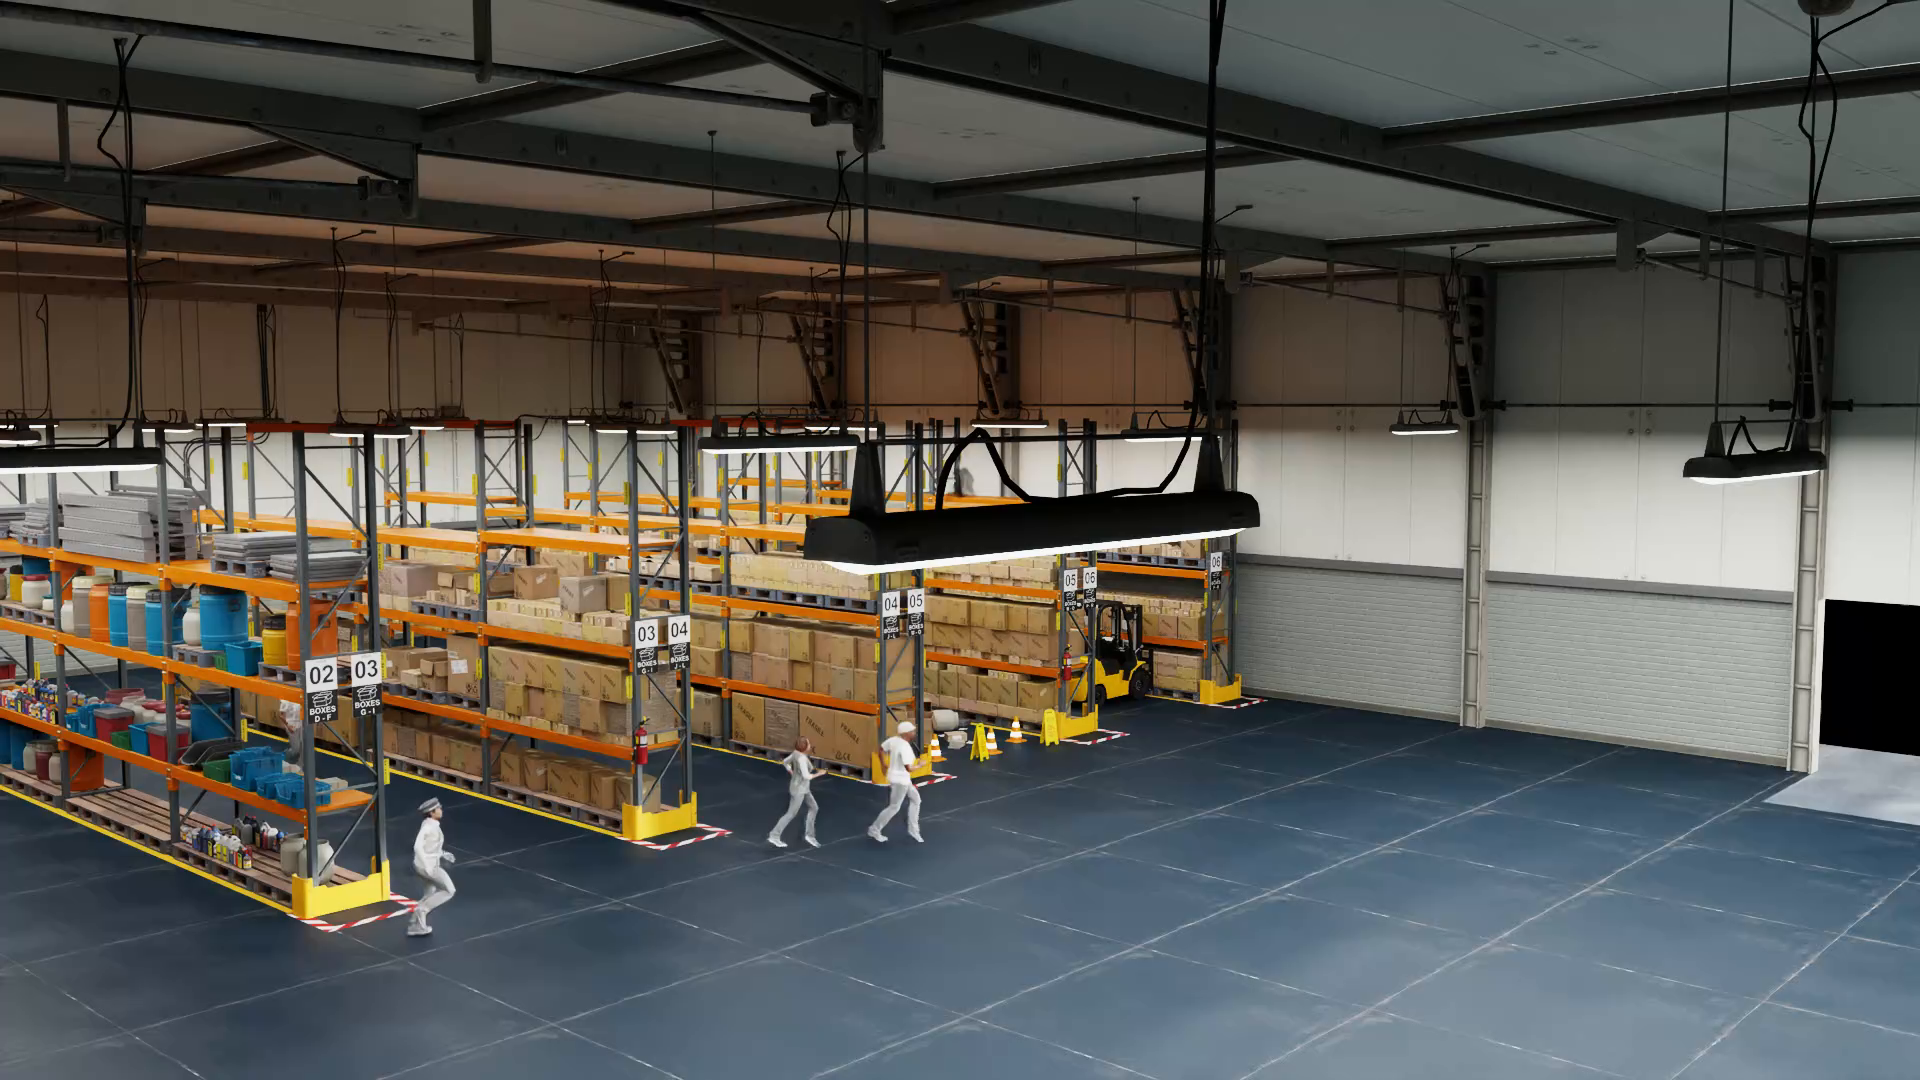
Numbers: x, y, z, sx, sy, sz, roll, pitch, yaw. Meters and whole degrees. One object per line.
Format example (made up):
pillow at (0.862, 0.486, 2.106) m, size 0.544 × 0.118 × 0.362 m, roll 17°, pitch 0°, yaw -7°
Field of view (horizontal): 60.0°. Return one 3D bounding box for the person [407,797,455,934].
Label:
person at (-6.342, 3.885, 19.906) m, size 0.587 × 1.617 × 0.557 m, roll -2°, pitch 5°, yaw -25°

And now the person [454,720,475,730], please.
person at (-9.240, 2.918, 31.212) m, size 0.600 × 1.723 × 0.655 m, roll 4°, pitch 6°, yaw 41°

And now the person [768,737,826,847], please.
person at (-2.320, 3.647, 23.654) m, size 0.841 × 1.538 × 0.549 m, roll -1°, pitch 5°, yaw -10°

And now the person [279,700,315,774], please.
person at (-11.332, 3.190, 28.395) m, size 0.557 × 1.676 × 0.597 m, roll 3°, pitch 6°, yaw 36°

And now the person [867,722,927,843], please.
person at (-0.911, 3.509, 23.897) m, size 0.857 × 1.808 × 0.728 m, roll -1°, pitch 5°, yaw -15°
